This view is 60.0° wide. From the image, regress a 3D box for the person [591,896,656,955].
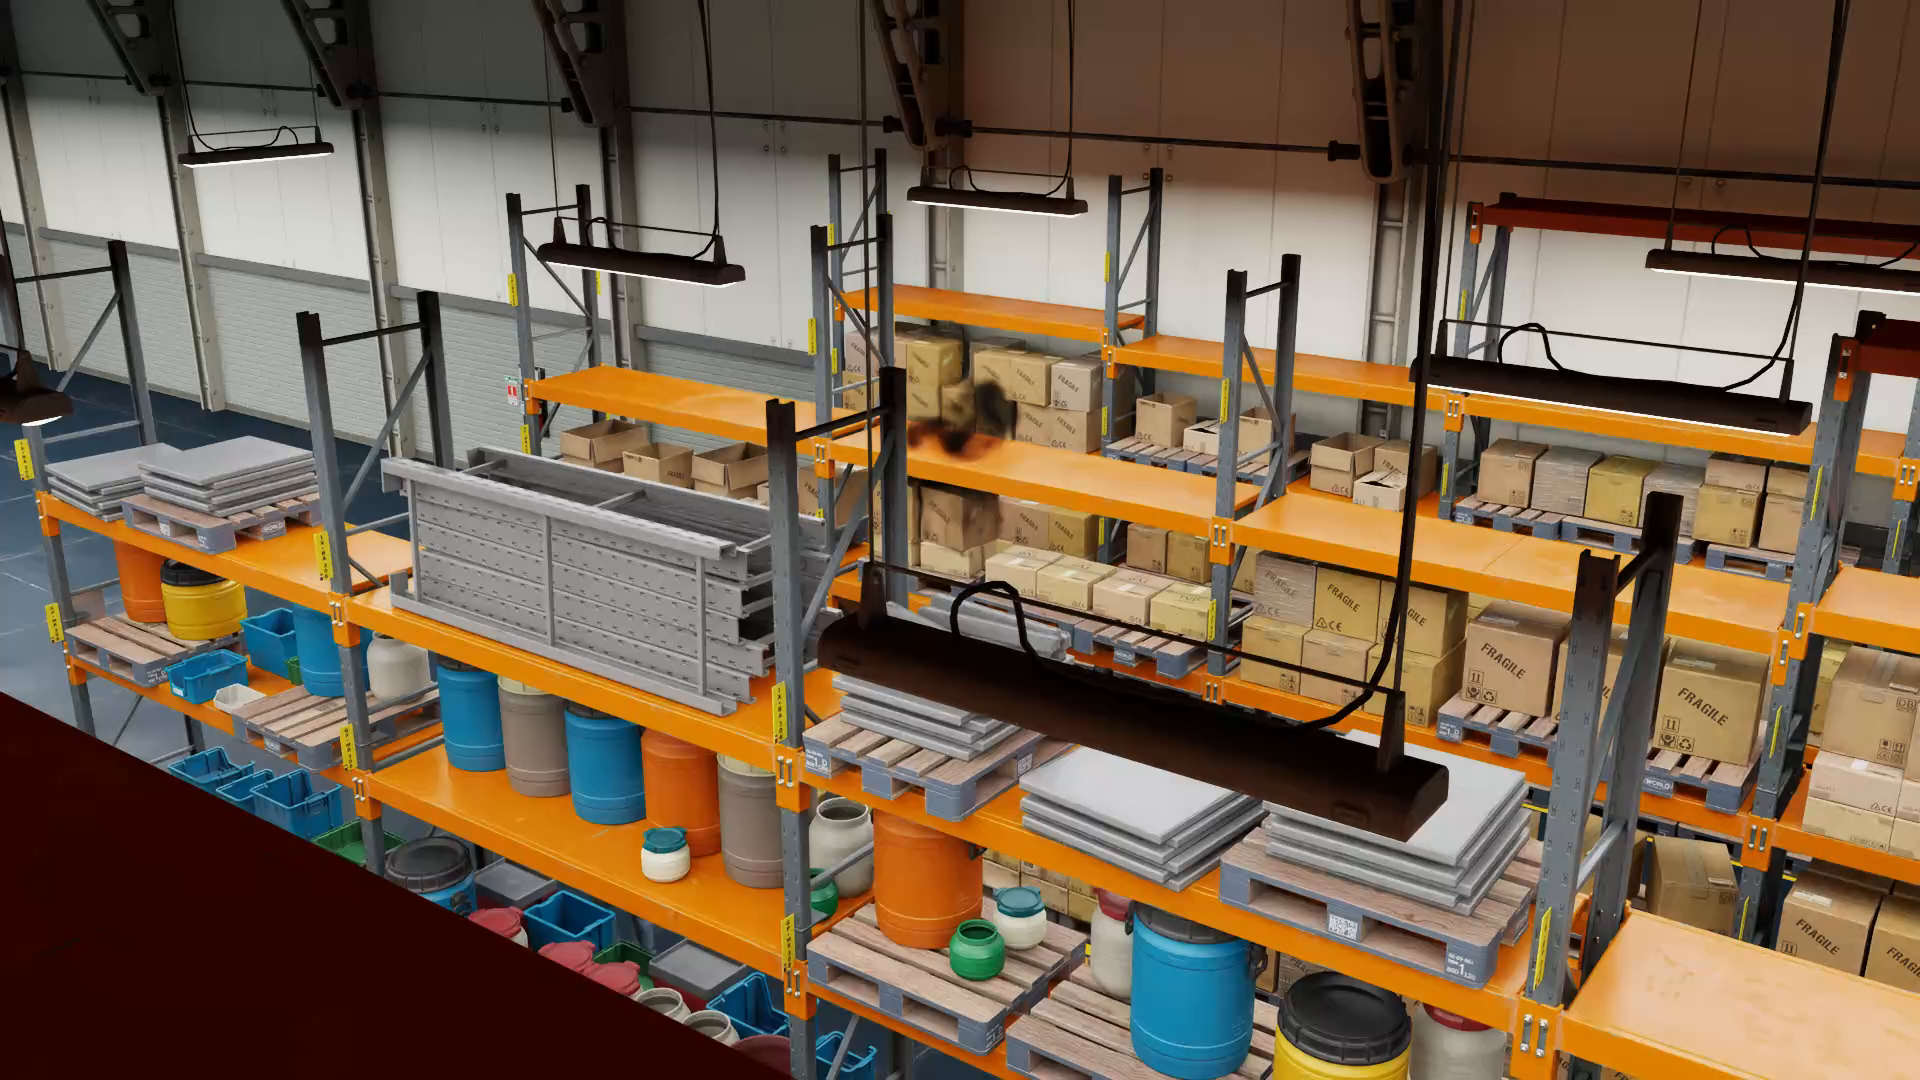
[{"bbox_3d":[-2.797,2.701,13.543,0.752,1.887,0.672,14,23,36],"label":"person"}]
